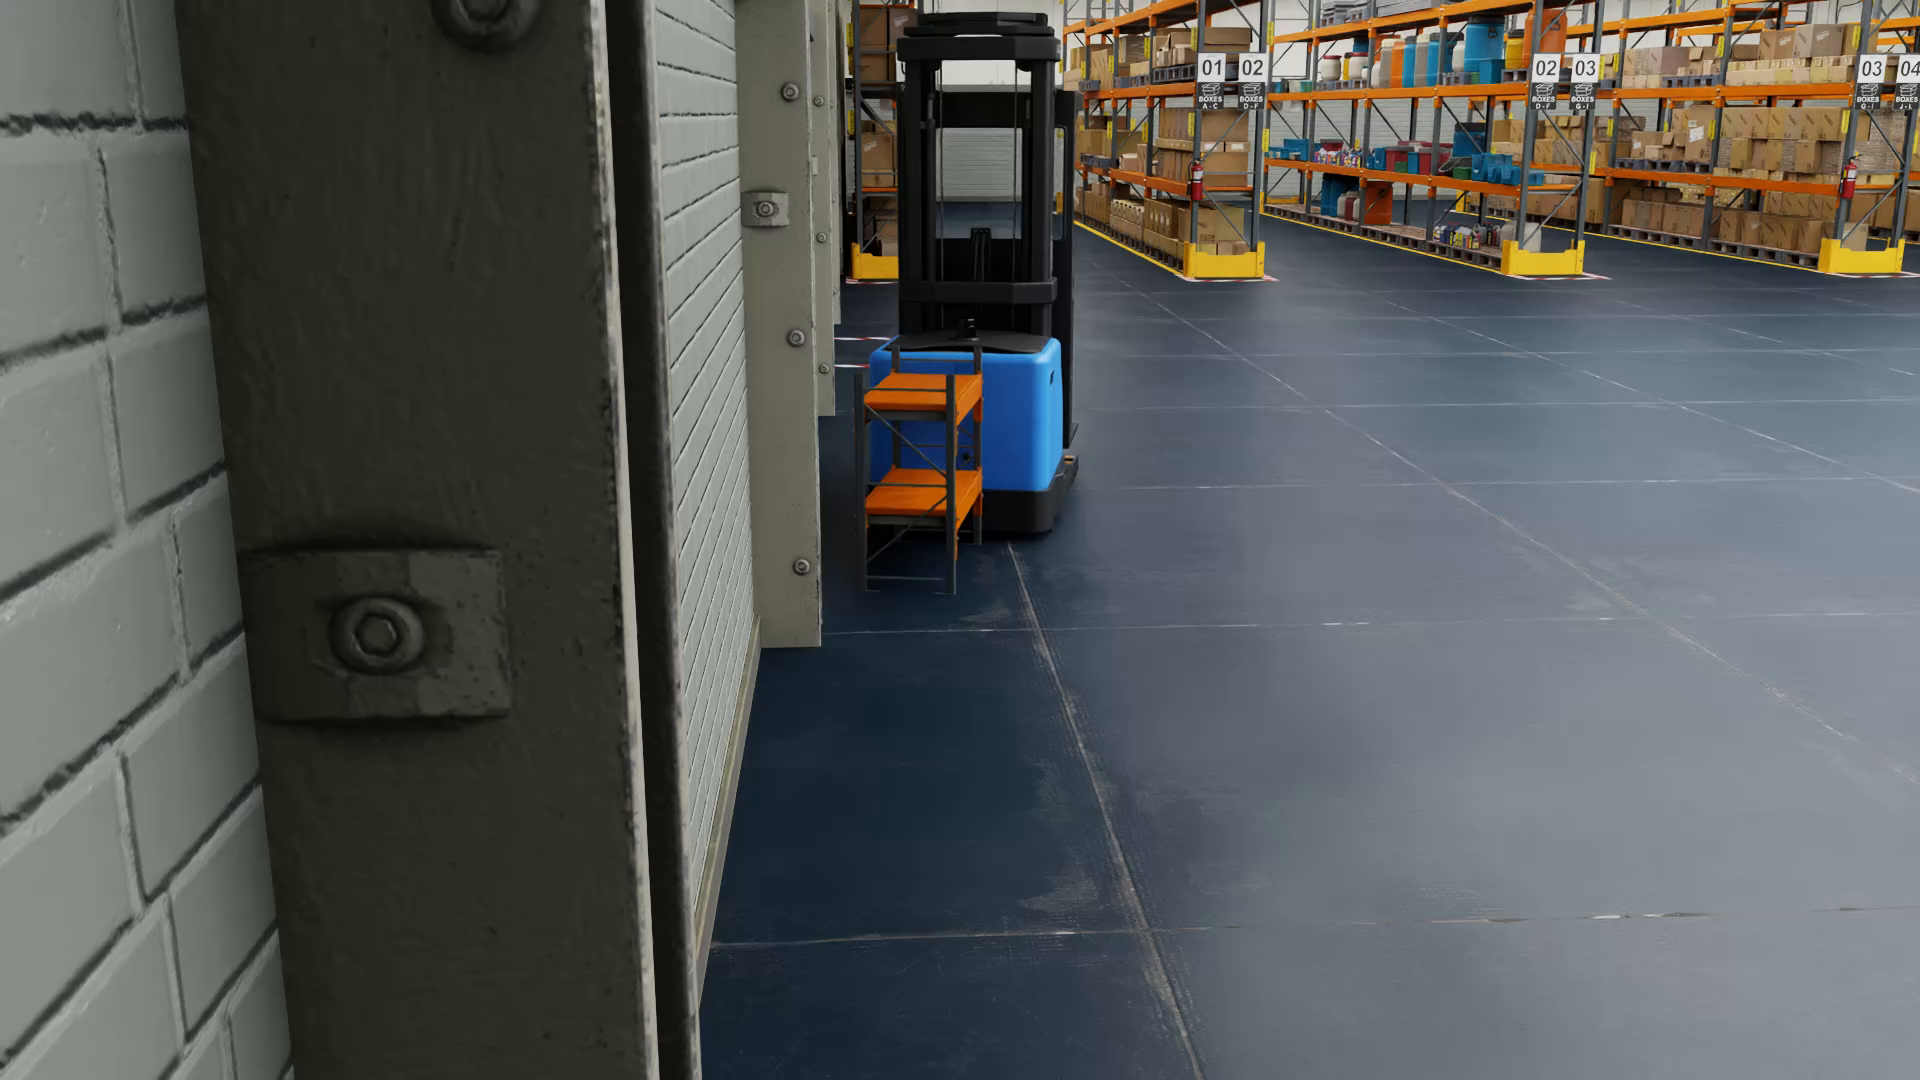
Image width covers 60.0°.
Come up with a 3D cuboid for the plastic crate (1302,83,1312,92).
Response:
[{"bbox_3d":[7.802,-9.915,36.447,0.450,0.188,0.662,-1,14,-3],"label":"plastic crate"}]

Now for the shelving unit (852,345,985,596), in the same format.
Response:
[{"bbox_3d":[-0.201,-0.398,8.815,0.538,1.125,1.048,2,15,8],"label":"shelving unit"}]

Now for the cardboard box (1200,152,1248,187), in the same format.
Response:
[{"bbox_3d":[3.914,-5.569,24.950,0.700,0.500,0.500,-1,14,-3],"label":"cardboard box"}]

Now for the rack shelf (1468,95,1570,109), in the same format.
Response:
[{"bbox_3d":[12.950,-10.142,38.350,1.077,0.370,4.000,-1,14,-3],"label":"rack shelf"}]

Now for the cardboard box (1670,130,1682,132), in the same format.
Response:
[{"bbox_3d":[17.535,-9.663,40.267,0.500,0.500,0.500,0,14,-1],"label":"cardboard box"}]

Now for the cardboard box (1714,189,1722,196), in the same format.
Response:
[{"bbox_3d":[17.624,-8.044,38.454,0.380,0.149,0.250,-2,15,-6],"label":"cardboard box"}]

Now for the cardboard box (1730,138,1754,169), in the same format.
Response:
[{"bbox_3d":[13.531,-6.506,27.994,0.875,0.500,0.500,-1,14,-3],"label":"cardboard box"}]

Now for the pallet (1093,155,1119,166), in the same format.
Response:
[{"bbox_3d":[3.309,-7.784,34.147,1.003,0.211,1.213,-1,14,-3],"label":"pallet"}]

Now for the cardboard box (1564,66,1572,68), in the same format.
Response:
[{"bbox_3d":[13.052,-9.879,35.220,0.500,0.311,0.500,-1,14,-5],"label":"cardboard box"}]

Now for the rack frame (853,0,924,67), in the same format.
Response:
[{"bbox_3d":[-1.014,-8.232,23.462,1.000,3.000,0.127,-1,14,-3],"label":"rack frame"}]

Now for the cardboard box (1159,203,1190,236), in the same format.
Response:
[{"bbox_3d":[3.493,-5.141,26.657,0.500,0.500,0.500,-1,14,-3],"label":"cardboard box"}]

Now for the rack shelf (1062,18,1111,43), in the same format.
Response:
[{"bbox_3d":[3.062,-11.441,37.386,1.077,0.370,4.000,-1,14,-3],"label":"rack shelf"}]

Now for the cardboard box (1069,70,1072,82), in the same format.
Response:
[{"bbox_3d":[2.772,-10.625,38.080,0.500,0.250,0.500,-1,14,-3],"label":"cardboard box"}]

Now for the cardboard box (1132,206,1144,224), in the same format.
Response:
[{"bbox_3d":[3.332,-5.768,29.474,0.500,0.311,0.500,0,14,-2],"label":"cardboard box"}]

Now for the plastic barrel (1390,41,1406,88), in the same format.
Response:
[{"bbox_3d":[8.253,-8.760,30.671,0.600,0.830,0.708,-1,14,-3],"label":"plastic barrel"}]

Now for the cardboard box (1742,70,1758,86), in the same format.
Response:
[{"bbox_3d":[13.380,-7.684,27.651,0.500,0.250,0.500,-1,14,-4],"label":"cardboard box"}]

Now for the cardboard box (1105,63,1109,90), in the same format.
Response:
[{"bbox_3d":[3.342,-9.130,32.770,0.910,0.500,0.500,-1,14,-3],"label":"cardboard box"}]

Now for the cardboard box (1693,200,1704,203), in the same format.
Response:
[{"bbox_3d":[17.562,-7.958,39.316,0.380,0.149,0.250,-2,15,-6],"label":"cardboard box"}]

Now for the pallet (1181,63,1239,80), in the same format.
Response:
[{"bbox_3d":[3.912,-6.990,24.833,1.003,0.211,1.213,-1,14,-3],"label":"pallet"}]

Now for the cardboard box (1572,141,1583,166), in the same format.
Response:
[{"bbox_3d":[12.983,-7.966,34.268,0.500,0.500,0.500,-1,14,-5],"label":"cardboard box"}]

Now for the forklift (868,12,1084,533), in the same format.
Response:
[{"bbox_3d":[0.194,-1.778,10.556,1.130,2.935,3.031,2,15,8],"label":"forklift"}]

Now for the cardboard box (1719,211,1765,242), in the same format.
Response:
[{"bbox_3d":[13.554,-5.444,28.838,0.500,0.500,0.500,-1,14,-5],"label":"cardboard box"}]

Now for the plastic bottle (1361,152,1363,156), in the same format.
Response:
[{"bbox_3d":[8.431,-7.995,34.838,0.097,0.271,0.097,0,14,0],"label":"plastic bottle"}]

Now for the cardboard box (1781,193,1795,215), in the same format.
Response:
[{"bbox_3d":[17.892,-7.135,35.413,0.500,0.500,0.500,-1,14,-2],"label":"cardboard box"}]

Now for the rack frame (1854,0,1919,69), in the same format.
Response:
[{"bbox_3d":[13.817,-8.462,24.354,1.000,3.000,0.127,-1,14,-3],"label":"rack frame"}]

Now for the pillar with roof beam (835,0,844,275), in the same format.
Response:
[{"bbox_3d":[2.376,-8.459,24.345,9.100,9.000,0.400,-1,14,-3],"label":"pillar with roof beam"}]

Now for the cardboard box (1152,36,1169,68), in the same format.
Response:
[{"bbox_3d":[3.450,-8.042,27.418,0.500,0.500,0.500,0,14,1],"label":"cardboard box"}]

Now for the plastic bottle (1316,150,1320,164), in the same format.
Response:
[{"bbox_3d":[7.736,-8.277,35.909,0.061,0.283,0.133,-1,14,-3],"label":"plastic bottle"}]

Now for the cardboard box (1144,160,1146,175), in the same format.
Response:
[{"bbox_3d":[3.444,-6.550,29.233,0.396,0.266,0.258,-1,14,-5],"label":"cardboard box"}]

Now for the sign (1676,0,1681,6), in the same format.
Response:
[{"bbox_3d":[17.241,-12.975,39.861,0.100,0.325,0.005,-1,14,-3],"label":"sign"}]

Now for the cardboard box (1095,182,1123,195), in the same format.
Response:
[{"bbox_3d":[3.067,-7.257,34.339,0.500,0.250,0.500,-1,14,-4],"label":"cardboard box"}]

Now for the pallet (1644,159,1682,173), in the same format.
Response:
[{"bbox_3d":[13.485,-6.961,30.947,1.003,0.211,1.213,-1,14,-3],"label":"pallet"}]

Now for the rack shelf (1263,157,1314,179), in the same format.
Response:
[{"bbox_3d":[8.006,-8.613,38.426,1.077,0.370,4.000,-1,14,-3],"label":"rack shelf"}]

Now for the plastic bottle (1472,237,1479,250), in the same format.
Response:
[{"bbox_3d":[8.323,-4.788,26.847,0.097,0.201,0.097,0,14,0],"label":"plastic bottle"}]

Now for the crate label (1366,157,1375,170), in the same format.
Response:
[{"bbox_3d":[8.030,-7.278,32.128,0.303,0.233,0.416,-1,14,-3],"label":"crate label"}]

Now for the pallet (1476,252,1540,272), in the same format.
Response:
[{"bbox_3d":[8.777,-4.350,26.008,1.003,0.211,1.213,-1,14,-3],"label":"pallet"}]

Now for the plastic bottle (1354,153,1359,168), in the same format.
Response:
[{"bbox_3d":[7.913,-7.564,33.140,0.061,0.283,0.133,-1,14,-3],"label":"plastic bottle"}]

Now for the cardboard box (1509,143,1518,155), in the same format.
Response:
[{"bbox_3d":[12.750,-8.846,37.593,0.500,0.250,0.500,0,14,-2],"label":"cardboard box"}]

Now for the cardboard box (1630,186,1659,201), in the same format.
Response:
[{"bbox_3d":[13.393,-6.745,32.352,0.500,0.250,0.500,0,14,-1],"label":"cardboard box"}]

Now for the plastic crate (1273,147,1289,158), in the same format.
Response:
[{"bbox_3d":[7.610,-9.177,39.389,0.416,0.233,0.300,-1,14,-3],"label":"plastic crate"}]

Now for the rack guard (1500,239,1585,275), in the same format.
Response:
[{"bbox_3d":[8.822,-4.287,25.186,1.175,0.500,0.348,-1,14,-3],"label":"rack guard"}]

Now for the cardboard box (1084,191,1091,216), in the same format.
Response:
[{"bbox_3d":[2.973,-7.267,35.884,0.500,0.500,0.500,-2,15,-6],"label":"cardboard box"}]

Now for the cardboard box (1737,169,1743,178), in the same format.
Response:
[{"bbox_3d":[13.353,-6.185,28.050,0.380,0.149,0.250,-1,14,-3],"label":"cardboard box"}]

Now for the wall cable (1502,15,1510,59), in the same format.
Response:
[{"bbox_3d":[15.916,-15.458,45.091,2.277,5.999,0.120,-1,14,-3],"label":"wall cable"}]

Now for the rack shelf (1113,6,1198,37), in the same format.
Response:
[{"bbox_3d":[3.558,-9.260,29.702,1.077,0.370,4.000,-1,14,-3],"label":"rack shelf"}]

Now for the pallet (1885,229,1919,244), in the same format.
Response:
[{"bbox_3d":[18.324,-5.747,31.439,1.003,0.211,1.213,-1,14,-3],"label":"pallet"}]

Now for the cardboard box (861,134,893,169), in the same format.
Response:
[{"bbox_3d":[-1.256,-5.741,24.576,0.500,0.500,0.500,-1,14,-4],"label":"cardboard box"}]

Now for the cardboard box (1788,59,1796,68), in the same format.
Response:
[{"bbox_3d":[13.445,-7.586,26.472,0.380,0.149,0.250,-2,15,-6],"label":"cardboard box"}]

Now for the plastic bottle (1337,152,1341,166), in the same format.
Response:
[{"bbox_3d":[7.837,-7.870,34.329,0.061,0.283,0.133,-1,14,-3],"label":"plastic bottle"}]

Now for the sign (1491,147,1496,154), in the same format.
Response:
[{"bbox_3d":[9.176,-6.614,28.659,0.100,0.325,0.005,-1,14,-3],"label":"sign"}]

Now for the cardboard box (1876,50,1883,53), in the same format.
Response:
[{"bbox_3d":[17.994,-9.566,32.928,0.396,0.266,0.258,-1,14,-3],"label":"cardboard box"}]

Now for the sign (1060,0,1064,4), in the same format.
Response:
[{"bbox_3d":[2.397,-12.771,39.070,0.100,0.325,0.005,-1,14,-3],"label":"sign"}]

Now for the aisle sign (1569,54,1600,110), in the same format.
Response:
[{"bbox_3d":[9.171,-6.725,24.428,0.394,0.787,0.004,-1,14,-3],"label":"aisle sign"}]

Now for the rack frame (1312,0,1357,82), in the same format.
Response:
[{"bbox_3d":[8.130,-11.370,35.656,1.000,3.000,0.127,-1,14,-3],"label":"rack frame"}]

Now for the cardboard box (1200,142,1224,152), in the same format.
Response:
[{"bbox_3d":[3.716,-5.859,24.775,0.380,0.149,0.250,-1,14,-4],"label":"cardboard box"}]

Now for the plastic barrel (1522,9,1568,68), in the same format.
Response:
[{"bbox_3d":[8.717,-7.463,24.787,0.600,0.830,0.708,-1,14,-3],"label":"plastic barrel"}]
